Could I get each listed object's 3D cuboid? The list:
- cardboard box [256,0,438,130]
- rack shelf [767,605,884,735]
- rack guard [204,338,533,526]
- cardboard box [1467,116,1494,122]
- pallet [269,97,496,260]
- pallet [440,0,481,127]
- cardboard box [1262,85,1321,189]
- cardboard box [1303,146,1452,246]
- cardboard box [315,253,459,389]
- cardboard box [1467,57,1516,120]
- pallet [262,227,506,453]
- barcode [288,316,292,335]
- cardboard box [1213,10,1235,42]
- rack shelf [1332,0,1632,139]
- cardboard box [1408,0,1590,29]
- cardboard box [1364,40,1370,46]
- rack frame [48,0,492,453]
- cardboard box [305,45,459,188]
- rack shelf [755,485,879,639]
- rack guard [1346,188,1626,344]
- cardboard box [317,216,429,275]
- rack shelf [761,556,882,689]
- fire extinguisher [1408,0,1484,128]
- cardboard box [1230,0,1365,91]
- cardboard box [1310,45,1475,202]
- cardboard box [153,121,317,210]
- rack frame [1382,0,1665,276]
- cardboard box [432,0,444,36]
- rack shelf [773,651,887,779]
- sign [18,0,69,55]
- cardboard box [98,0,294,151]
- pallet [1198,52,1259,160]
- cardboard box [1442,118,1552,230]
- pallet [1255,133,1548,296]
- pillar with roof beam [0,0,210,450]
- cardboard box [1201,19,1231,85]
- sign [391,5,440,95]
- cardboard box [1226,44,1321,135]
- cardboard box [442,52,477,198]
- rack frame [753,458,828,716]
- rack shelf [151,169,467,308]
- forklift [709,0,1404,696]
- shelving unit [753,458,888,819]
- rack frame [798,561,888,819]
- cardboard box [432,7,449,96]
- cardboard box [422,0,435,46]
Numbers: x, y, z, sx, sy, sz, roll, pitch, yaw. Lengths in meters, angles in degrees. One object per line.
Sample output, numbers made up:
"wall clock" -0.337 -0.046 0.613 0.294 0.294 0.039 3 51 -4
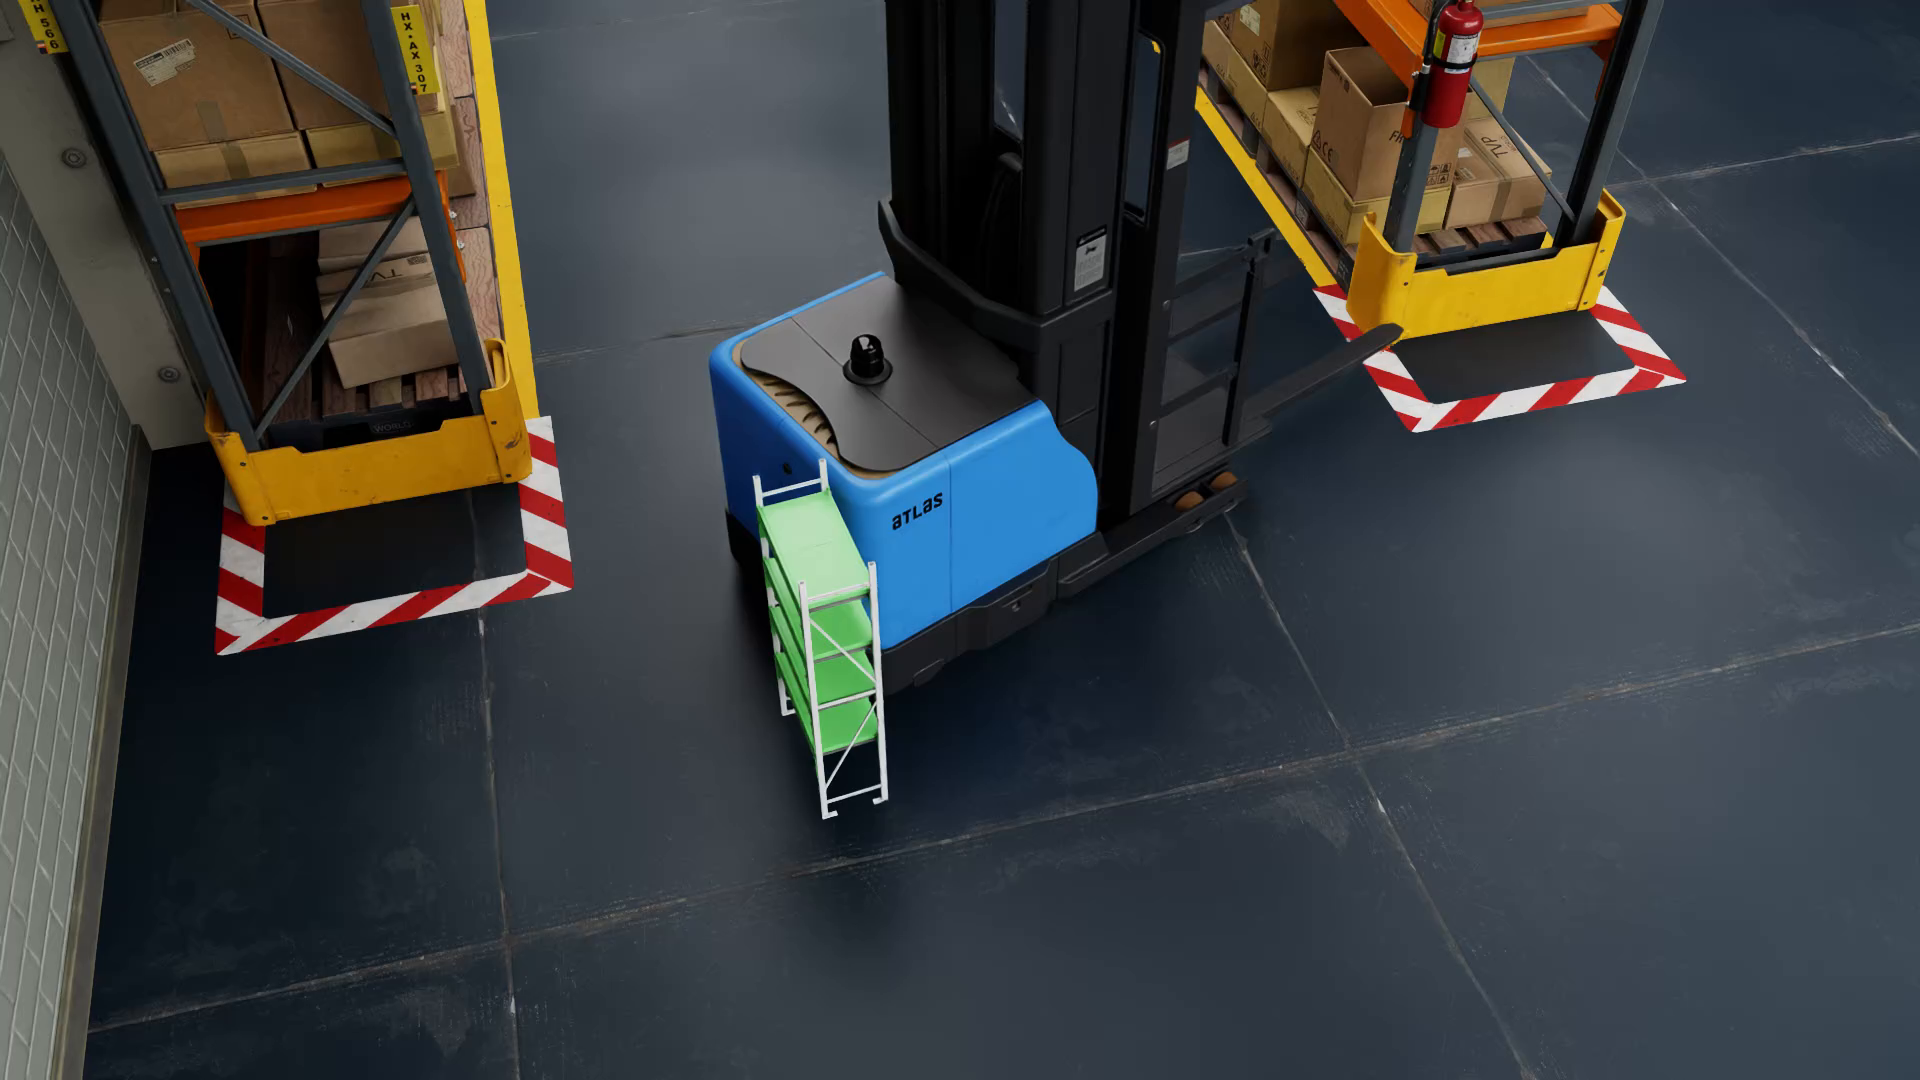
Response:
"cardboard box" -2.218 -1.870 6.048 0.500 0.500 0.500 -11 47 -10
"rack shelf" -0.456 0.401 5.607 0.258 0.148 0.480 -15 48 -15
"rack guard" -2.405 -0.446 6.837 1.175 0.500 0.348 -11 47 -10
"cardboard box" 2.348 -2.117 8.355 0.500 0.250 0.500 -11 47 -10
"pallet" -2.888 -1.753 8.320 1.003 0.211 1.213 -11 47 -10
"pallet" -3.204 -2.597 9.147 1.003 0.211 1.213 -11 47 -10
"cardboard box" 1.839 -2.020 8.261 0.500 0.250 0.500 -11 47 -10
"cardboard box" 1.979 -1.677 7.925 0.500 0.250 0.500 -11 47 -10
"cardboard box" -2.476 -0.975 7.180 0.500 0.311 0.500 -16 48 -15
"cardboard box" 2.350 -2.379 8.088 0.500 0.500 0.500 -11 47 -10
"pallet" -2.579 -0.912 7.496 1.003 0.211 1.213 -11 47 -10
"barcode" -2.867 -0.918 7.117 0.001 0.075 0.075 -11 47 -10
"cardboard box" 1.580 -2.973 8.669 0.500 0.500 0.500 -11 47 -10
"rack shelf" 1.890 -3.306 8.393 1.077 0.370 4.000 -11 47 -10
"cardboard box" 2.294 -2.536 7.065 0.700 0.500 0.500 -11 47 -10
"cardboard box" 2.209 -2.722 8.424 0.500 0.500 0.500 -11 47 -10
"rack frame" -2.386 -1.268 5.893 1.000 3.000 0.127 -11 47 -10
"cardboard box" -2.204 -1.618 6.326 0.500 0.250 0.500 -12 47 -11
"rack shelf" -0.455 0.065 5.264 0.258 0.148 0.480 -15 48 -15
"rack guard" 2.408 -1.285 7.659 1.175 0.500 0.348 -11 47 -10
"cardboard box" -2.622 -1.369 7.566 0.500 0.311 0.500 -7 46 -7
"rack shelf" -0.456 0.233 5.435 0.258 0.148 0.480 -15 48 -15
"fire extinguisher" 1.983 -1.983 6.647 0.296 0.674 0.183 -11 47 -10
"cardboard box" 1.707 -2.627 8.331 0.500 0.500 0.500 -11 47 -10
"cardboard box" 1.977 -1.939 7.657 0.500 0.500 0.500 -11 47 -10
"cardboard box" -2.693 -1.510 6.221 0.500 0.250 0.500 -10 46 -10
"rack frame" 2.402 -2.177 6.783 1.000 3.000 0.127 -11 47 -10
"cardboard box" -2.475 -2.326 7.021 0.500 0.250 0.500 -11 47 -11
"rack shelf" -0.456 0.569 5.778 0.258 0.148 0.480 -15 48 -15
"sign" -2.928 -1.696 5.280 0.100 0.325 0.005 -11 47 -10
"cardboard box" -2.712 -1.772 5.952 0.500 0.500 0.500 -11 47 -11
"pallet" 1.857 -2.562 9.112 1.003 0.211 1.213 -11 47 -10
"cardboard box" 2.479 -1.772 8.018 0.500 0.250 0.500 -11 47 -10
"pallet" 2.165 -1.721 8.289 1.003 0.211 1.213 -11 47 -10
"pillar with roof beam" 0.760 -4.480 4.840 9.100 9.000 0.400 -11 47 -10
"cardboard box" 1.583 -2.711 8.938 0.500 0.250 0.500 -11 47 -10
"sign" -1.862 -1.671 5.681 0.100 0.325 0.005 -11 47 -10
"cardboard box" 1.709 -2.365 8.599 0.500 0.250 0.500 -11 47 -10
"cardboard box" -2.762 -1.951 8.004 0.700 0.500 0.500 -13 47 -13
"rack frame" -0.543 0.193 5.720 0.240 1.200 0.015 -15 48 -15
"rack shelf" -2.898 -2.397 7.503 1.077 0.370 4.000 -11 47 -10
"forklift" 0.563 -1.329 6.000 3.031 2.935 1.130 -29 52 -25
"shelving unit" -0.456 0.356 5.561 0.258 1.200 0.503 -15 48 -15
"rack frame" -0.368 0.519 5.402 0.240 1.200 0.015 -15 48 -15
"cardboard box" -2.351 -1.974 6.675 0.500 0.250 0.500 -12 47 -12
"cardboard box" -2.335 -2.213 6.384 0.500 0.500 0.500 -11 47 -10
